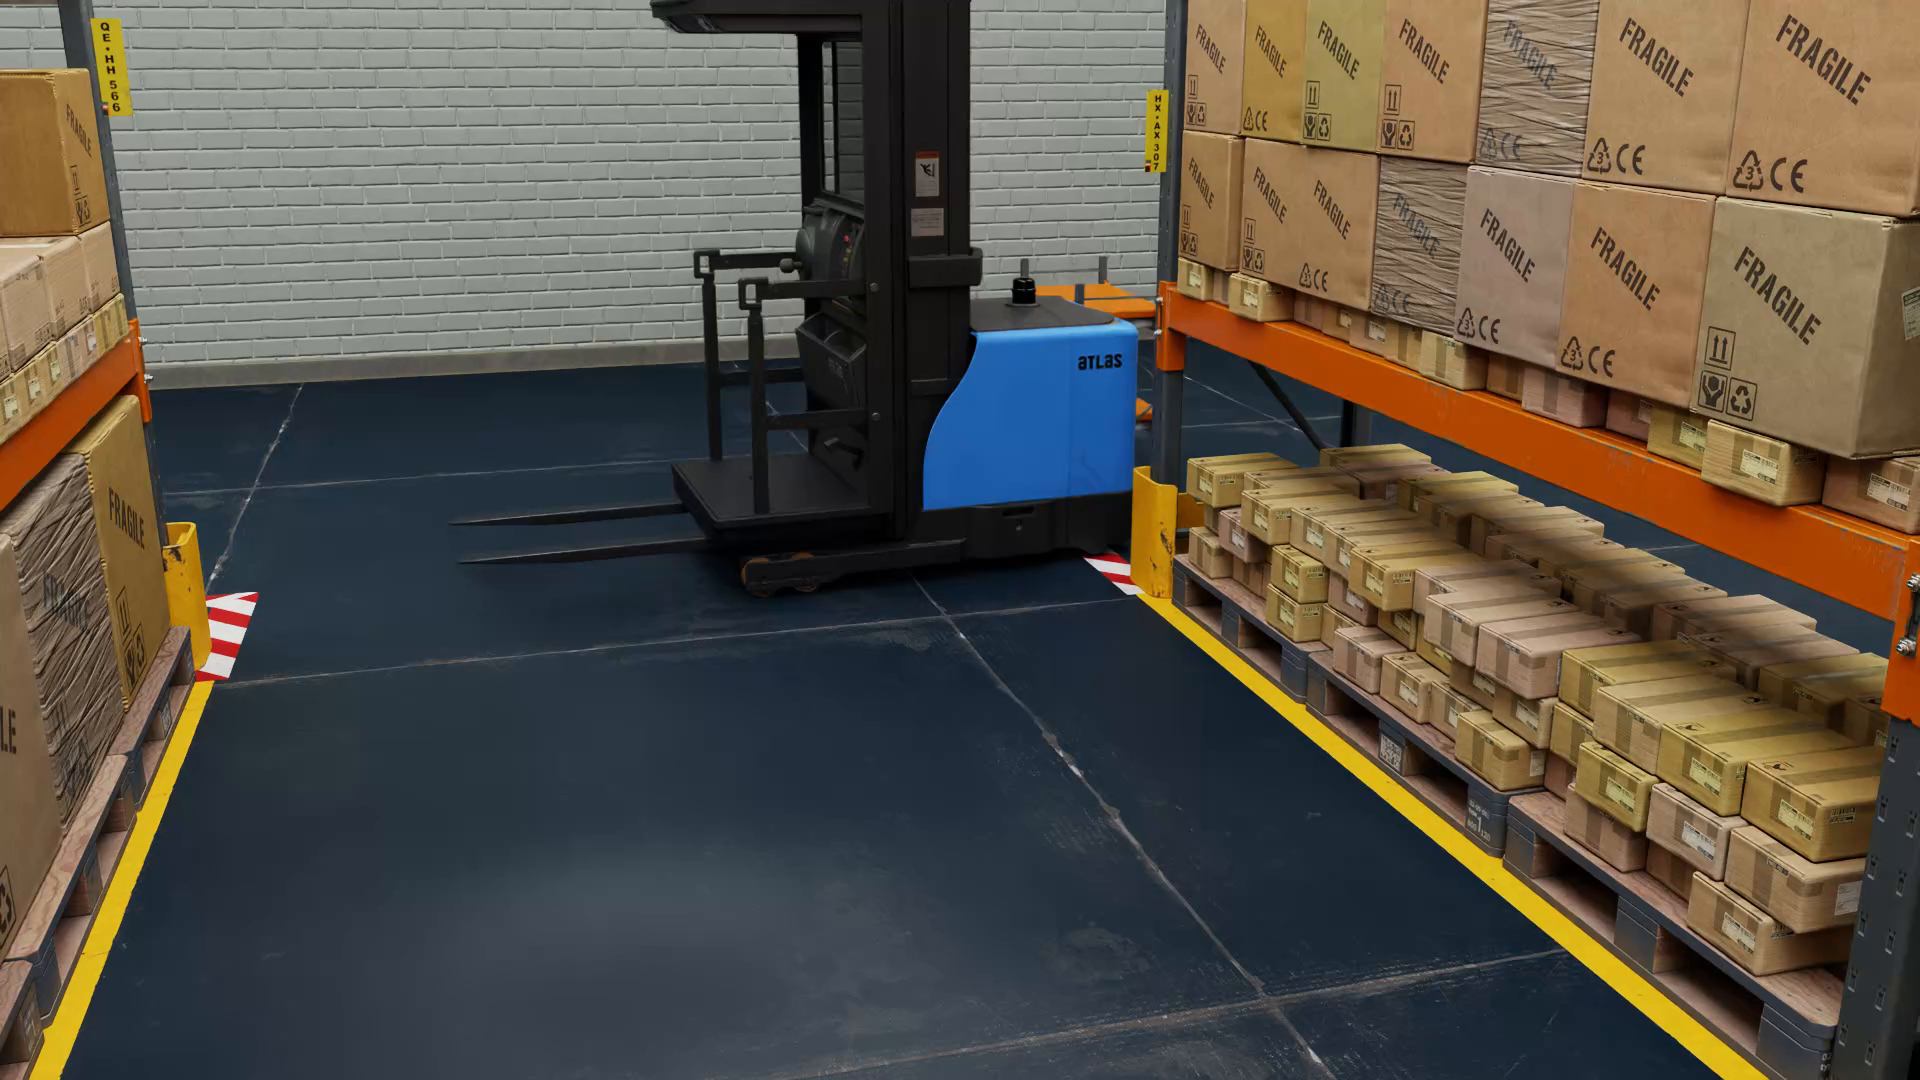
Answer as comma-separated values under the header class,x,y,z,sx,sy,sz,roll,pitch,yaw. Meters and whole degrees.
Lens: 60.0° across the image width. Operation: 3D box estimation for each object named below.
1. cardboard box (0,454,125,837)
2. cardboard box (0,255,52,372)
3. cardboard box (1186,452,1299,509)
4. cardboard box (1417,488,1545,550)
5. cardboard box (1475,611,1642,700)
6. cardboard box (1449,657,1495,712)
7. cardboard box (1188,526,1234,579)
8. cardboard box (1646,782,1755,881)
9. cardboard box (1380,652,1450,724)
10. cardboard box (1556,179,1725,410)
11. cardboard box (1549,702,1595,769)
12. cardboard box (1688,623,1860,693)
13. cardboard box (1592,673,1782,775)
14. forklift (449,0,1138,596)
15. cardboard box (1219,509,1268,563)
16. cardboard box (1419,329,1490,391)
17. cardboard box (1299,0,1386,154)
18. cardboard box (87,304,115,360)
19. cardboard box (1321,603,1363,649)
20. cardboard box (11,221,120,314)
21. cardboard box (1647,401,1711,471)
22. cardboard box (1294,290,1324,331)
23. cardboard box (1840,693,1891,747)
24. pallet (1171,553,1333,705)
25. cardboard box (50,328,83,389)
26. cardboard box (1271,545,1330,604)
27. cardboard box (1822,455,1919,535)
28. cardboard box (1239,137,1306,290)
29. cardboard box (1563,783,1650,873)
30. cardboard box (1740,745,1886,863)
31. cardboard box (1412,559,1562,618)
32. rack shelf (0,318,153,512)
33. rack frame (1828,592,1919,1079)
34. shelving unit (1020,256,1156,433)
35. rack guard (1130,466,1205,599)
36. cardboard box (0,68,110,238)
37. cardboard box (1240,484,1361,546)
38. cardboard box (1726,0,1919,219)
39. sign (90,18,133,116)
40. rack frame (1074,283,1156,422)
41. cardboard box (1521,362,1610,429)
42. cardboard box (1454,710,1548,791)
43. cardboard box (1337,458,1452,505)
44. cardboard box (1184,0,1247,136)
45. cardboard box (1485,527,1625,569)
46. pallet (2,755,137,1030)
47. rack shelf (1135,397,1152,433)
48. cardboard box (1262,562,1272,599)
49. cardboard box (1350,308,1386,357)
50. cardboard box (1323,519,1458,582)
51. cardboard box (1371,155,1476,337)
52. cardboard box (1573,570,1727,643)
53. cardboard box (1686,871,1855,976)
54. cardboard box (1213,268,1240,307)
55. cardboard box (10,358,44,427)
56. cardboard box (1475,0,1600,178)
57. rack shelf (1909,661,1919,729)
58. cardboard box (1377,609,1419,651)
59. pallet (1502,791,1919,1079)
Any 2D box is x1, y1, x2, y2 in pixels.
class,x,y,z,sx,sy,sz,roll,pitch,yaw
cardboard box,-2.967,0.308,4.677,0.875,0.875,0.875,-5,17,-15
cardboard box,-2.803,-0.607,4.504,0.500,0.250,0.500,-5,18,-17
cardboard box,1.144,-0.244,6.742,0.380,0.149,0.250,-6,18,-18
cardboard box,1.933,-0.077,6.187,0.380,0.149,0.250,-5,18,-17
cardboard box,1.735,0.331,4.827,0.380,0.149,0.250,-6,18,-18
cardboard box,1.739,0.403,5.106,0.380,0.149,0.250,-6,18,-18
cardboard box,1.163,0.039,6.833,0.380,0.149,0.250,-4,17,-14
cardboard box,1.948,0.697,4.126,0.380,0.149,0.250,-6,18,-18
cardboard box,1.601,0.466,5.412,0.380,0.149,0.250,-5,17,-15
cardboard box,1.880,-0.634,4.159,0.500,0.500,0.500,-5,17,-17
cardboard box,1.882,0.547,4.625,0.380,0.149,0.250,-5,17,-15
cardboard box,2.301,0.362,4.726,0.380,0.149,0.250,-5,17,-17
cardboard box,1.894,0.477,4.342,0.380,0.149,0.250,-5,17,-16
forklift,-0.756,-1.332,7.292,3.031,2.935,1.130,-6,18,-18
cardboard box,1.245,-0.028,6.540,0.380,0.149,0.250,-5,17,-16
cardboard box,1.624,-0.556,5.025,0.380,0.149,0.250,-4,17,-14
cardboard box,1.461,-1.535,5.418,0.500,0.500,0.500,-5,17,-16
cardboard box,-2.982,-0.666,5.393,0.380,0.149,0.250,-5,17,-15
cardboard box,1.515,0.316,5.913,0.380,0.149,0.250,-5,17,-15
cardboard box,-3.082,-0.889,5.440,0.500,0.250,0.500,-5,17,-16
cardboard box,1.931,-0.270,4.074,0.380,0.149,0.250,-4,17,-13
cardboard box,1.436,-0.853,6.013,0.380,0.149,0.250,-4,17,-13
cardboard box,2.512,0.498,4.272,0.380,0.149,0.250,-4,17,-13
pallet,1.537,0.289,6.624,1.003,0.211,1.213,-5,17,-15
cardboard box,-2.847,-0.528,4.931,0.380,0.149,0.250,-4,17,-14
cardboard box,1.363,0.112,6.073,0.380,0.149,0.250,-4,17,-14
cardboard box,2.122,-0.129,3.604,0.380,0.149,0.250,-5,17,-16
cardboard box,1.356,-1.194,6.020,0.500,0.500,0.500,-5,17,-15
cardboard box,1.865,0.747,4.475,0.380,0.149,0.250,-5,18,-17
cardboard box,2.078,0.613,3.890,0.380,0.149,0.250,-4,17,-14
cardboard box,1.686,0.180,5.329,0.380,0.149,0.250,-5,17,-15
rack shelf,-2.920,-0.033,4.099,1.077,0.370,4.000,-5,17,-15
rack frame,2.423,-0.189,3.366,0.949,2.616,0.053,-5,17,-15
shelving unit,0.701,-0.898,8.985,0.538,1.125,1.048,-4,17,-13
rack guard,1.348,-0.077,7.340,1.175,0.500,0.348,-5,17,-15
cardboard box,-3.083,-1.247,5.329,0.500,0.500,0.500,-4,17,-15
cardboard box,1.282,-0.098,6.254,0.380,0.149,0.250,-5,17,-15
cardboard box,2.037,-0.967,3.527,0.500,0.500,0.500,-5,18,-17
sign,-2.944,-1.638,5.767,0.100,0.325,0.005,-5,17,-15
rack frame,0.819,-0.755,8.512,0.500,1.125,0.032,-4,17,-13
cardboard box,1.780,-0.416,4.561,0.380,0.149,0.250,-5,18,-18
cardboard box,1.706,0.608,4.941,0.380,0.149,0.250,-5,17,-15
cardboard box,1.730,-0.215,6.647,0.380,0.149,0.250,-4,17,-14
cardboard box,1.195,-1.819,6.366,0.500,0.500,0.500,-5,17,-16
cardboard box,2.026,0.074,5.682,0.380,0.149,0.250,-5,18,-17
pallet,-2.843,0.956,4.402,1.003,0.211,1.213,-5,17,-15
rack shelf,0.701,-0.664,9.056,0.538,0.278,1.000,-4,17,-13
cardboard box,1.388,0.173,6.387,0.380,0.149,0.250,-5,17,-15
cardboard box,1.527,-0.705,5.523,0.380,0.149,0.250,-5,17,-16
cardboard box,1.496,0.042,5.790,0.380,0.149,0.250,-4,17,-13
cardboard box,1.625,-0.917,5.098,0.500,0.500,0.500,-5,17,-17
cardboard box,2.156,0.216,5.211,0.380,0.149,0.250,-5,18,-18
cardboard box,1.991,0.894,3.988,0.380,0.149,0.250,-4,17,-15
cardboard box,1.210,-0.992,6.478,0.380,0.149,0.250,-4,17,-13
cardboard box,-2.702,-0.384,4.454,0.380,0.149,0.250,-5,17,-15
cardboard box,1.763,-1.252,4.477,0.500,0.500,0.500,-4,17,-14
rack shelf,2.976,0.709,1.628,1.077,0.370,4.000,-5,17,-15
cardboard box,1.642,0.250,5.615,0.380,0.149,0.250,-4,17,-12
pallet,2.207,0.964,4.377,1.003,0.211,1.213,-5,17,-15
